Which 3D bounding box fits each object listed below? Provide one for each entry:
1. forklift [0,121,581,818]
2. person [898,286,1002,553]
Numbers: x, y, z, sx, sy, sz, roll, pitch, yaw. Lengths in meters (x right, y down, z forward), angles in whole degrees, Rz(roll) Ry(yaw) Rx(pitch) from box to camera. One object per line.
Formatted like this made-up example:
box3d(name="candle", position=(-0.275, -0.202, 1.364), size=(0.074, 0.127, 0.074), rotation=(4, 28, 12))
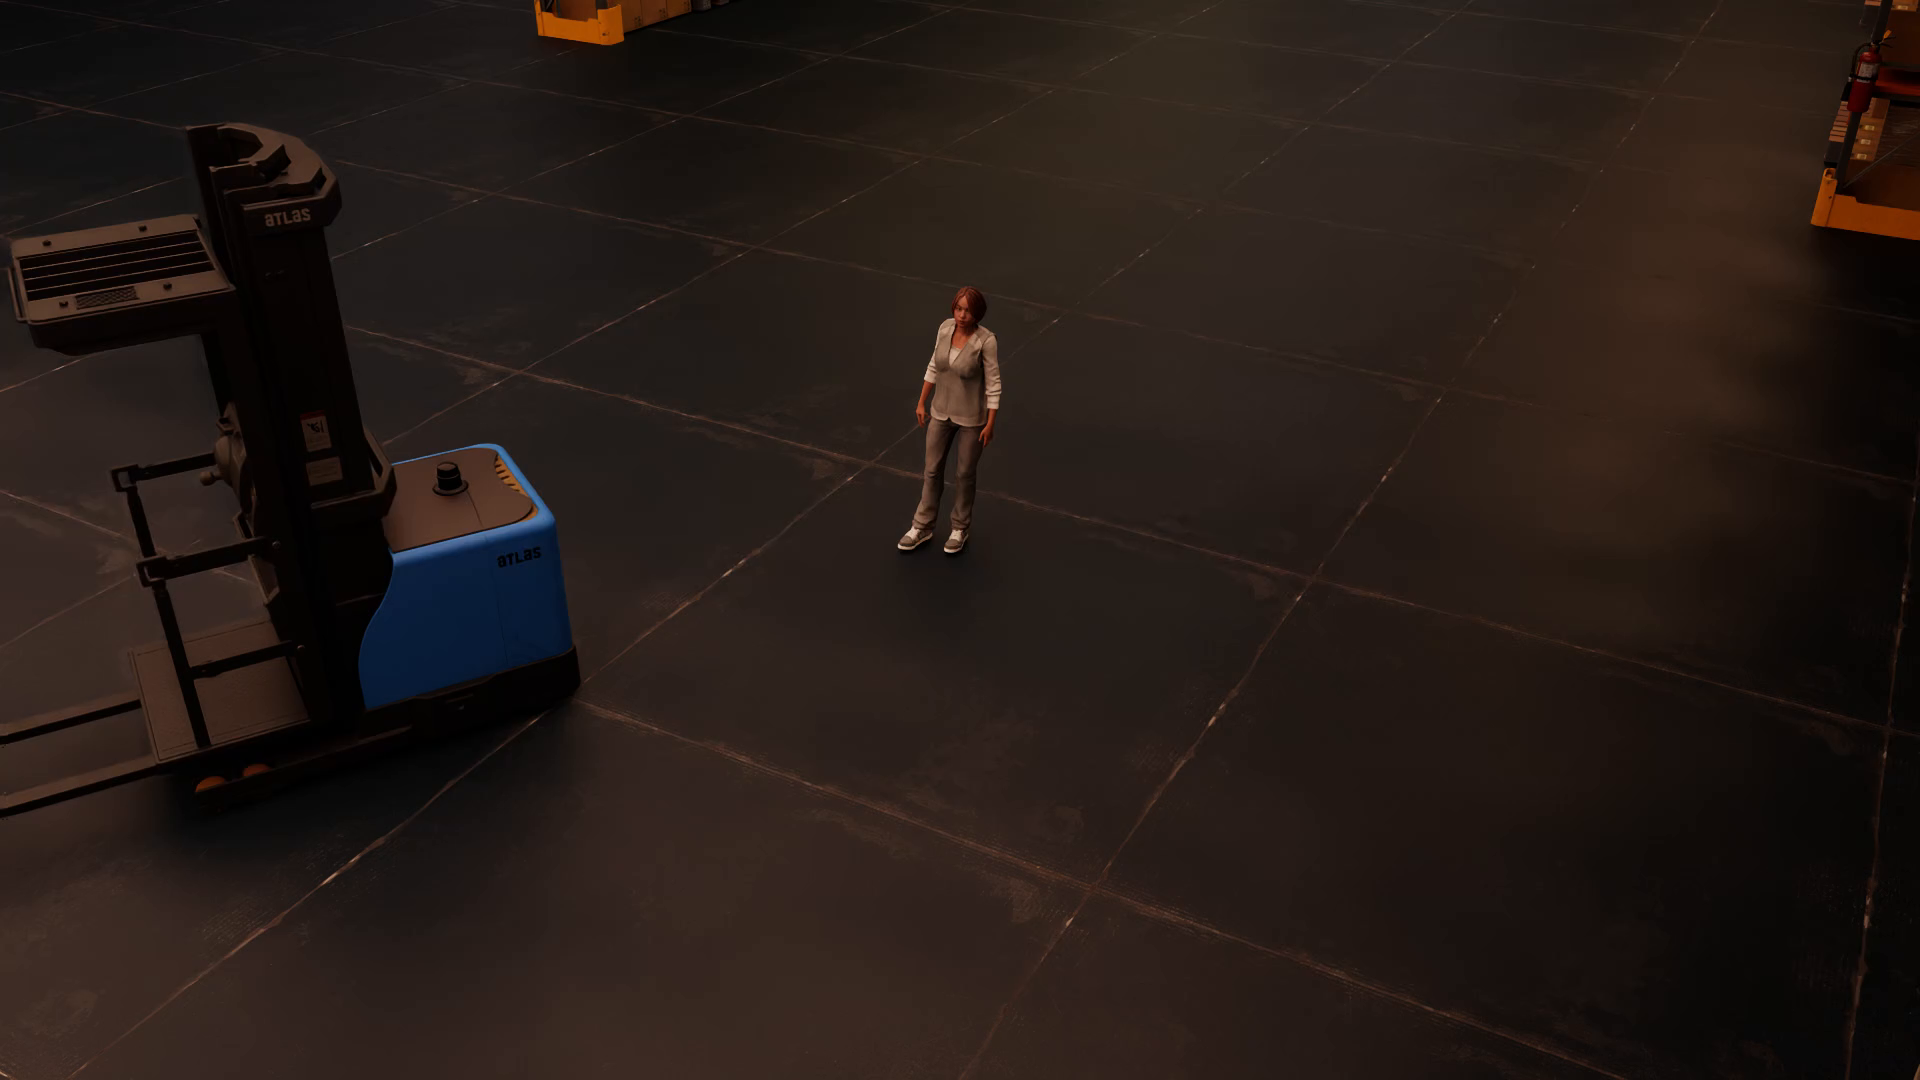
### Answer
box3d(name="forklift", position=(-3.493, -0.296, 7.583), size=(3.031, 2.935, 1.130), rotation=(-16, 34, -25))
box3d(name="person", position=(-0.048, -0.668, 9.549), size=(0.521, 1.599, 0.473), rotation=(15, 33, 25))
